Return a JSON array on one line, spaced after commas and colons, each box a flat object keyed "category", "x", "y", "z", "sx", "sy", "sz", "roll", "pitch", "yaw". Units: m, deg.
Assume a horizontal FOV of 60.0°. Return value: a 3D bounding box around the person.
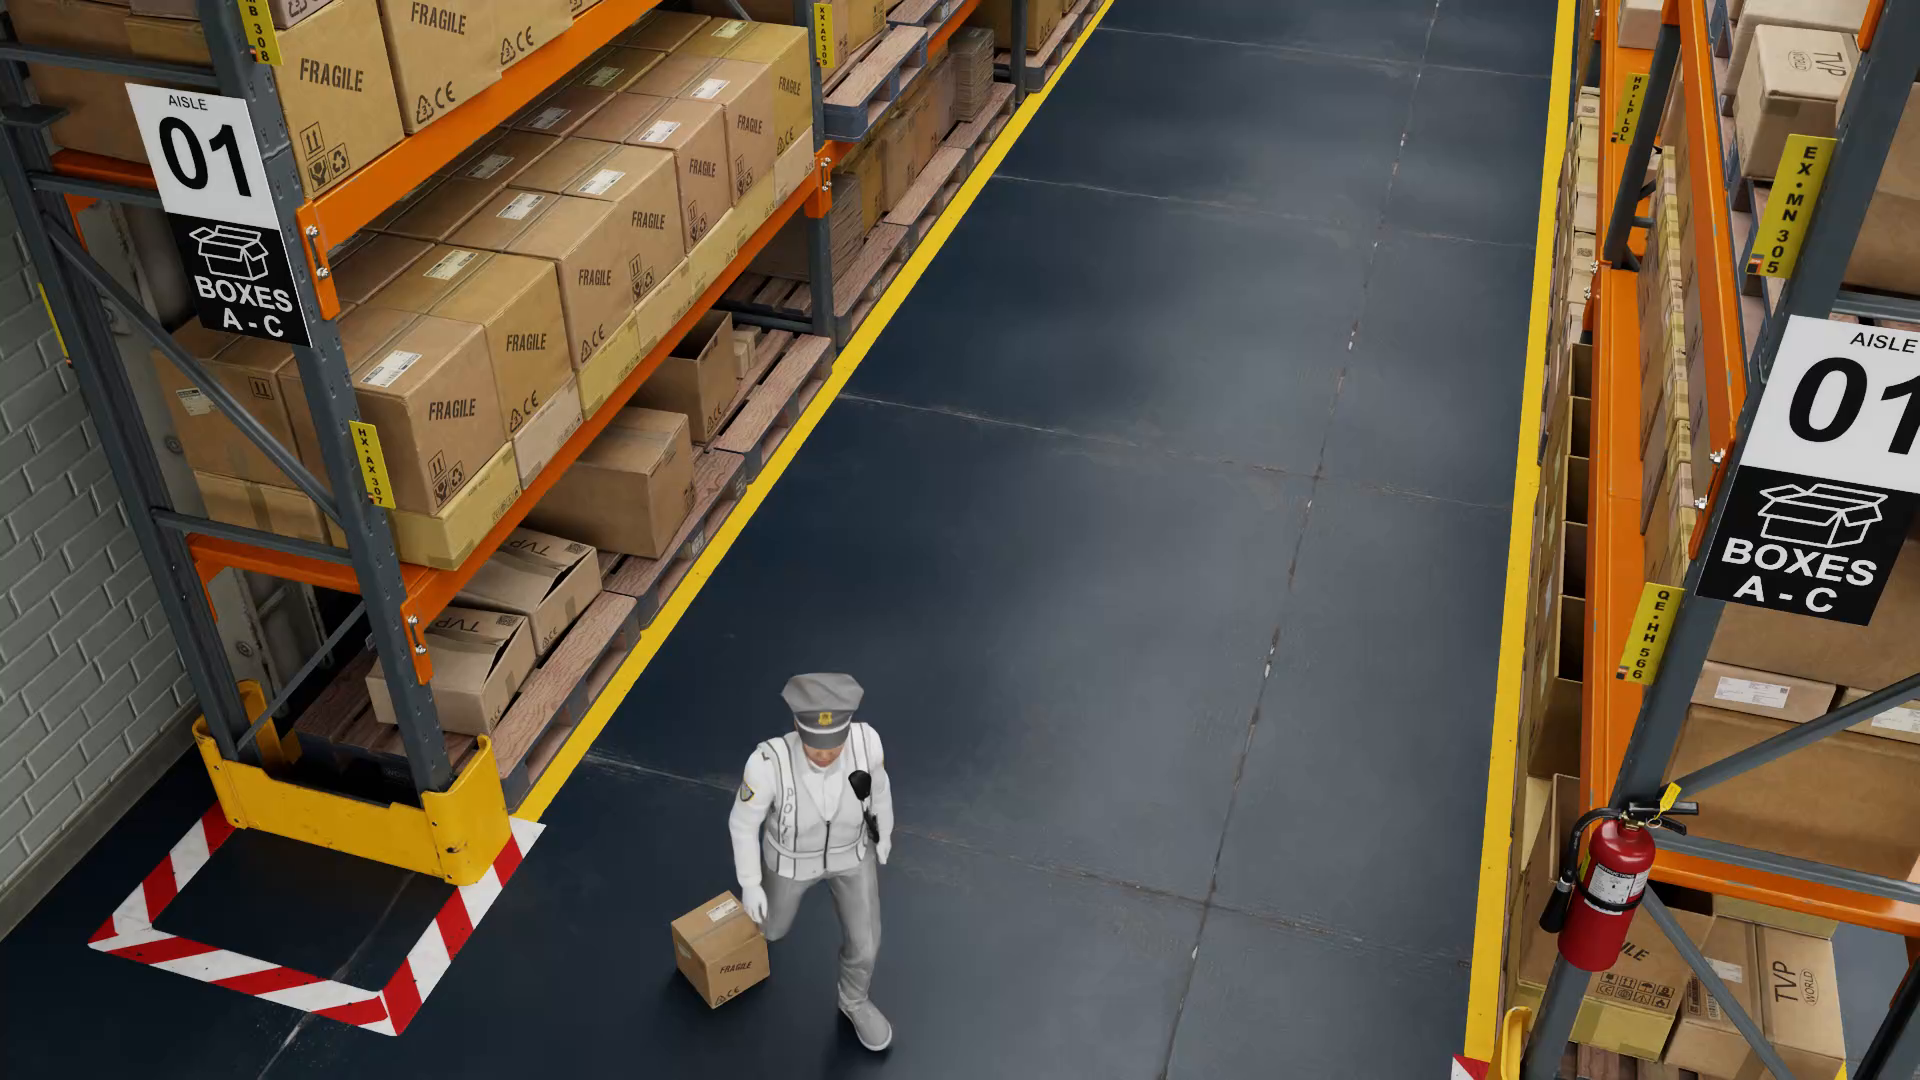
[{"category": "person", "x": -0.443, "y": 0.723, "z": 5.236, "sx": 0.375, "sy": 0.794, "sz": 0.377, "roll": -10, "pitch": 38, "yaw": -12}]
